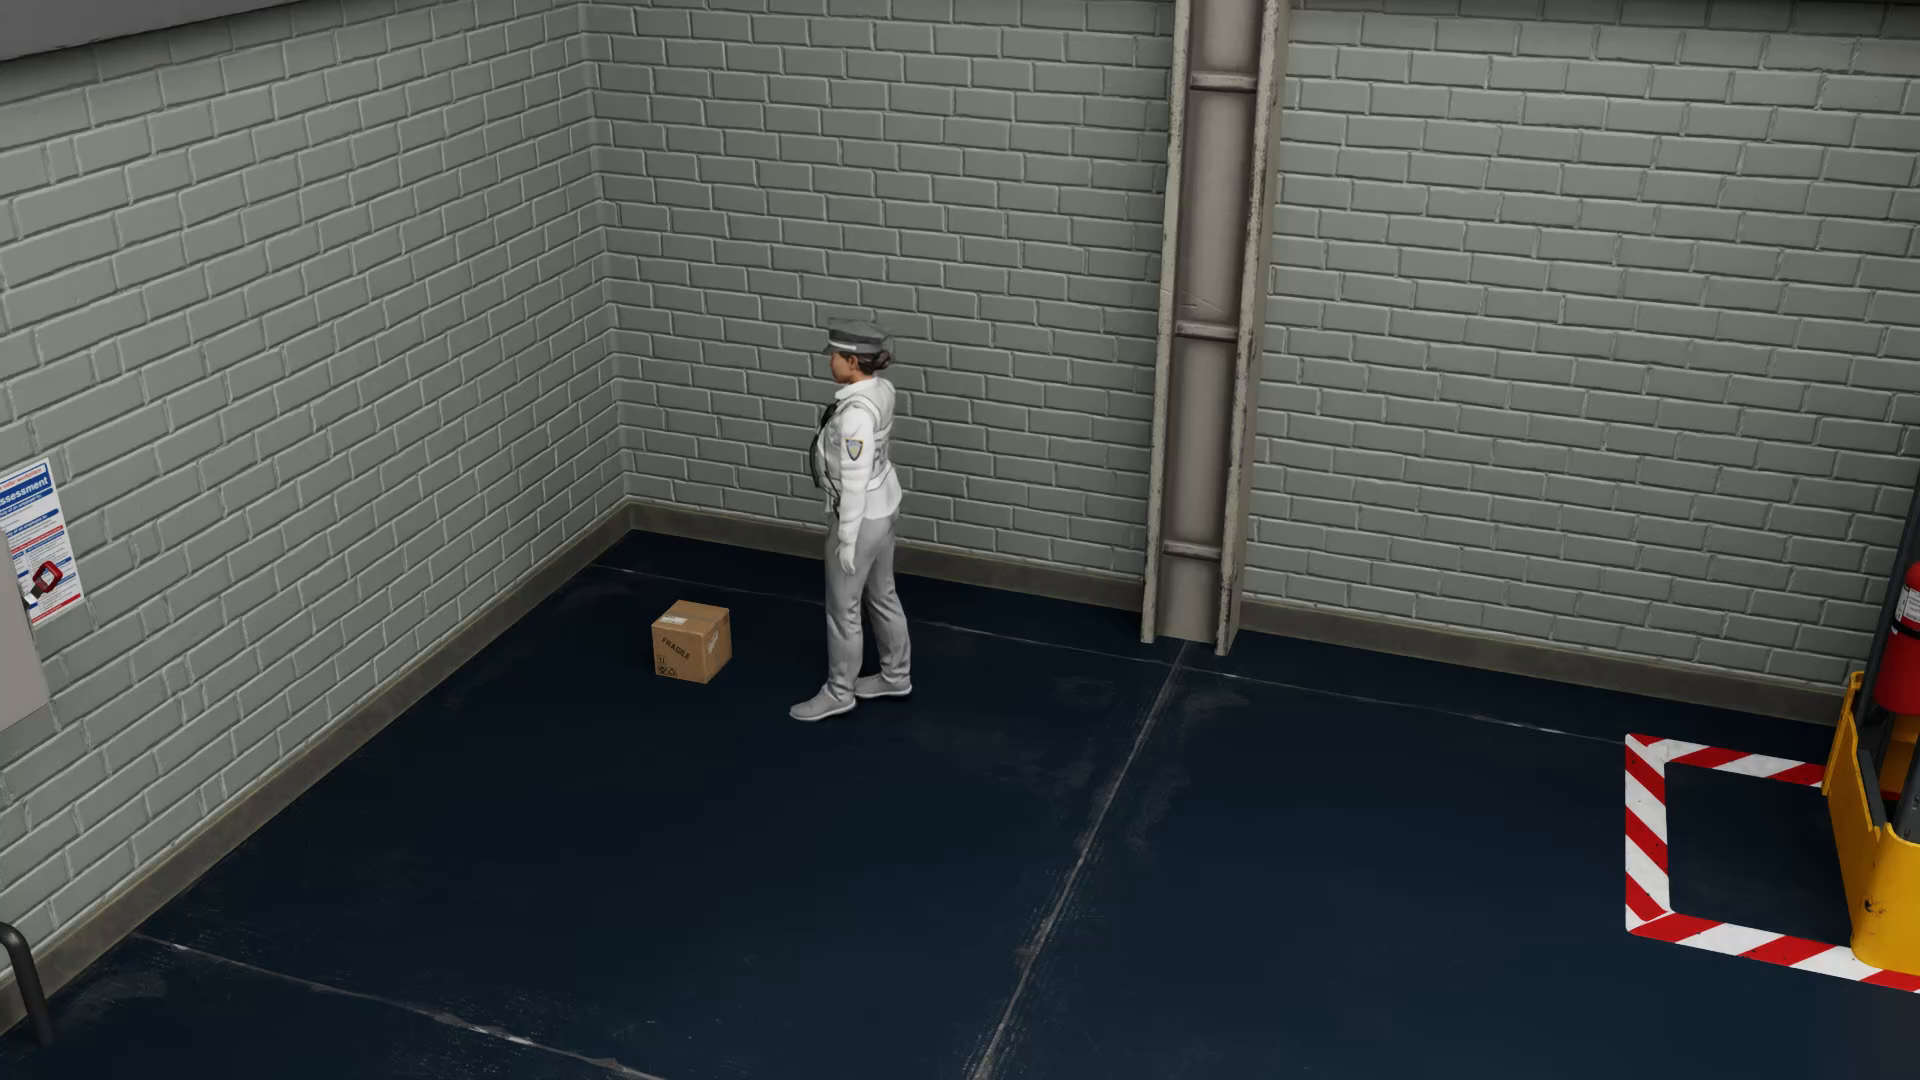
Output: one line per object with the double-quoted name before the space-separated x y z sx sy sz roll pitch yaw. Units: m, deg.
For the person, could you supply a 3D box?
"person" -0.449 -0.073 6.752 0.480 1.697 0.508 5 26 10
